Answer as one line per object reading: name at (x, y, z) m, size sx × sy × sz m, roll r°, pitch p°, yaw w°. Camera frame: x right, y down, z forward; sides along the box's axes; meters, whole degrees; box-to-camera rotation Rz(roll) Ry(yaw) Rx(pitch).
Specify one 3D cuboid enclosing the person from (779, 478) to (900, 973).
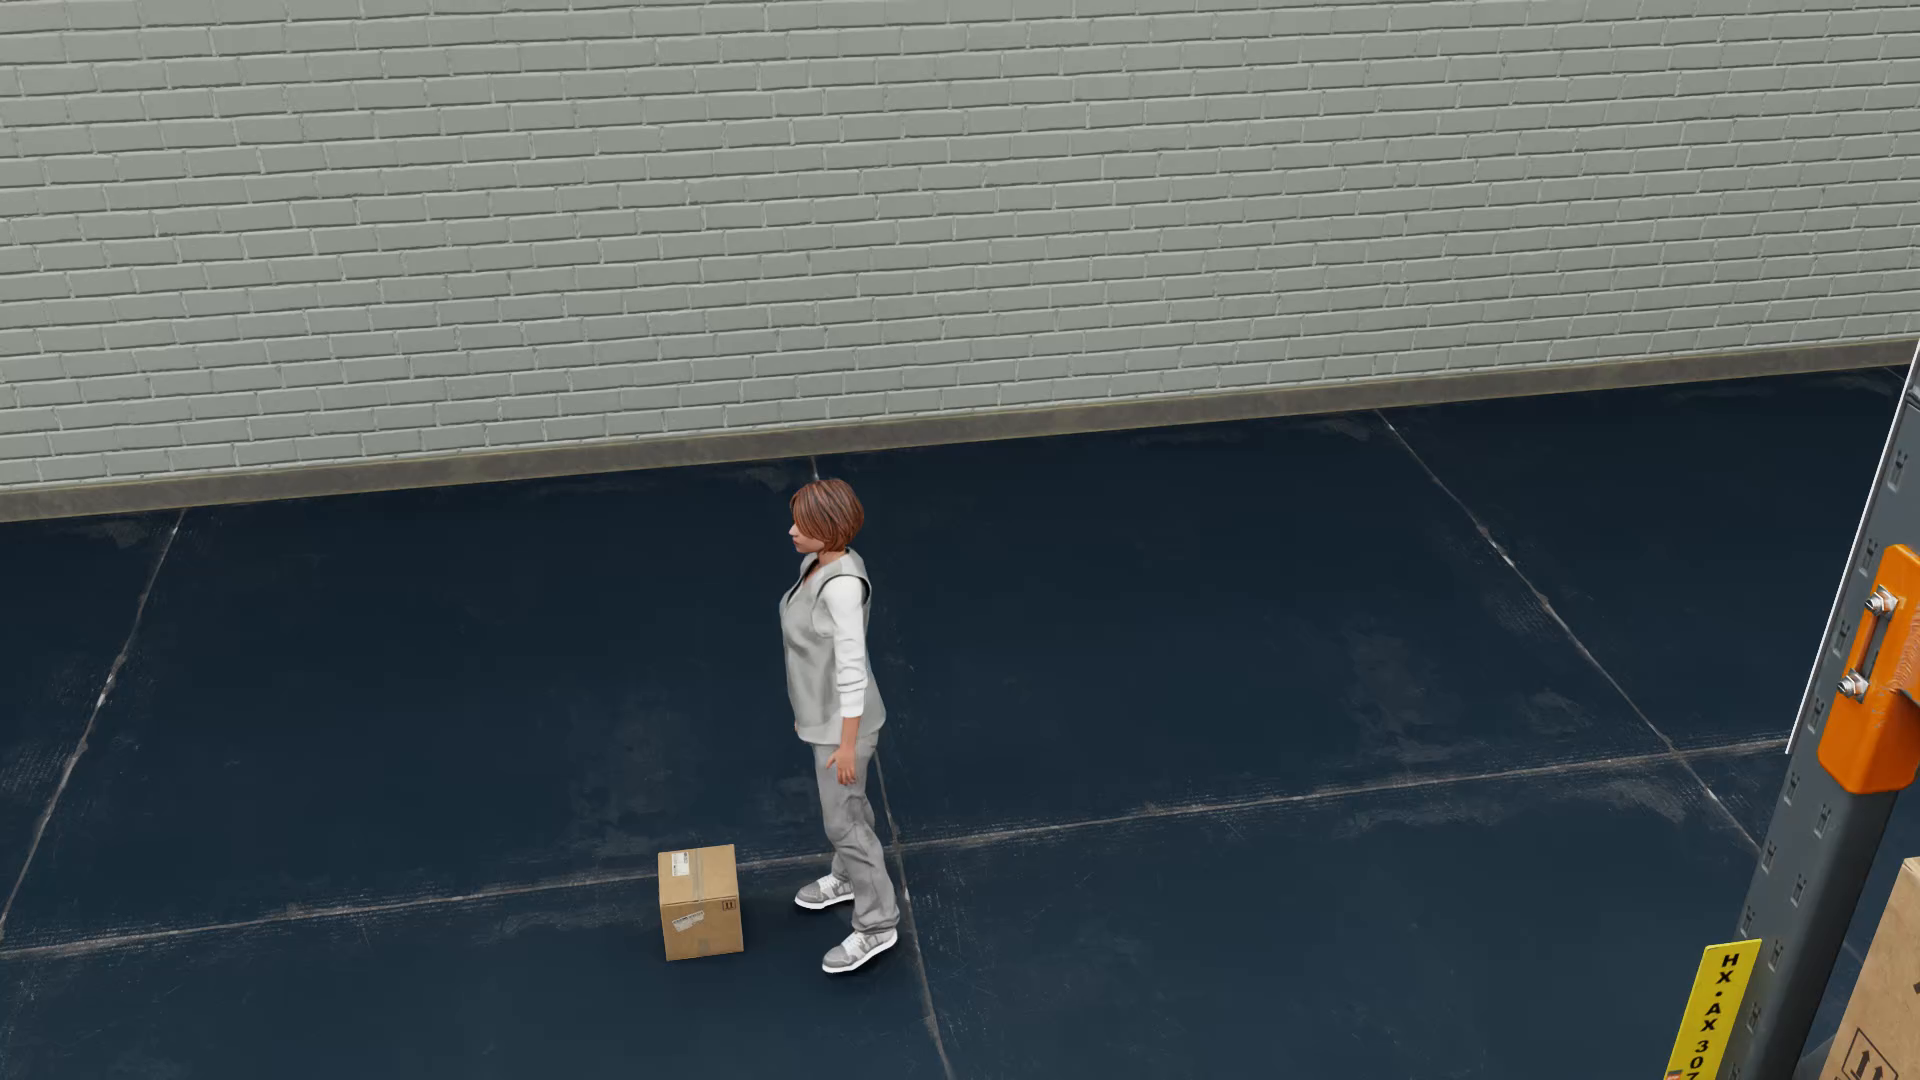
person at (-0.381, 0.579, 5.164) m, size 0.332 × 1.598 × 0.540 m, roll -5°, pitch 31°, yaw -8°
